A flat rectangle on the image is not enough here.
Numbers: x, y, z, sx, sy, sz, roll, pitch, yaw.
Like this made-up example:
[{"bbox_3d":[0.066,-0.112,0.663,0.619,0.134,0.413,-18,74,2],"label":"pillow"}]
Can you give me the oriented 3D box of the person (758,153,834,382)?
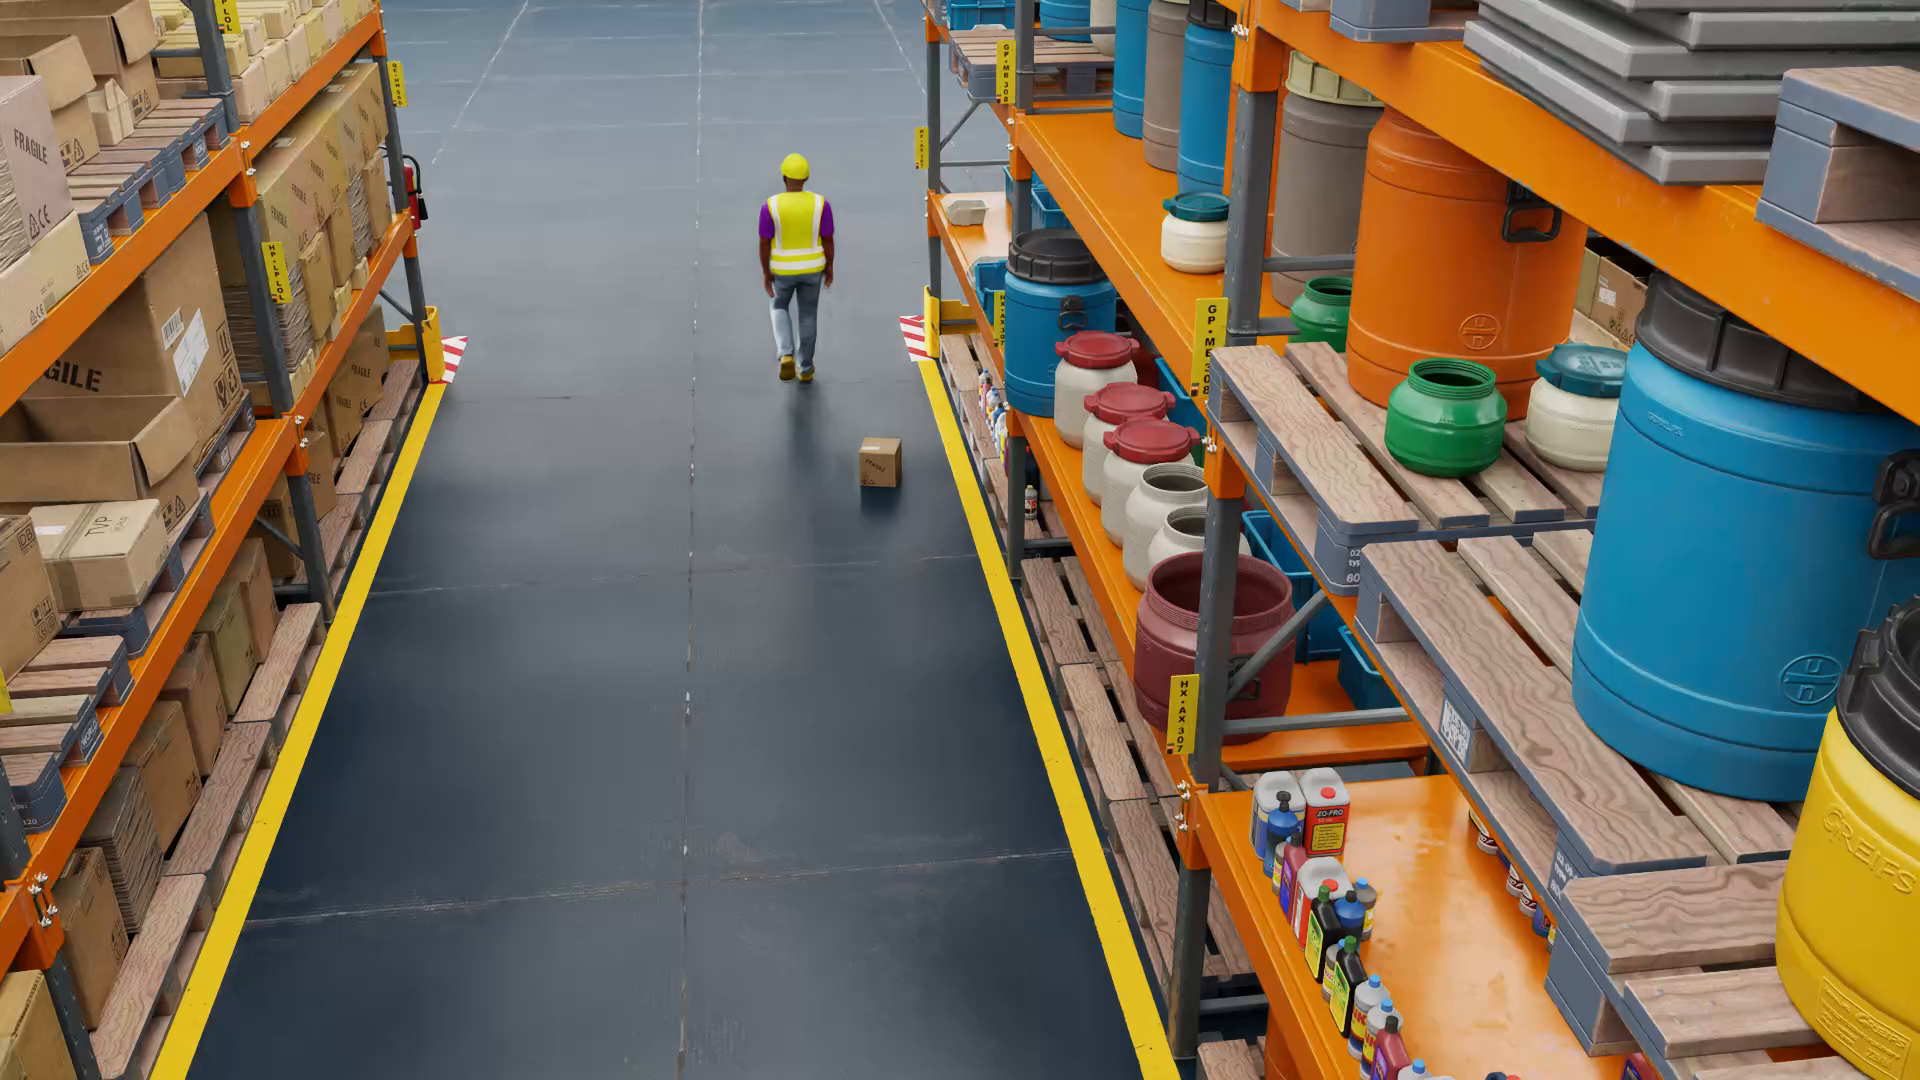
[{"bbox_3d":[-1.229,-2.050,12.573,0.565,1.765,0.471,-4,27,-8],"label":"person"}]
